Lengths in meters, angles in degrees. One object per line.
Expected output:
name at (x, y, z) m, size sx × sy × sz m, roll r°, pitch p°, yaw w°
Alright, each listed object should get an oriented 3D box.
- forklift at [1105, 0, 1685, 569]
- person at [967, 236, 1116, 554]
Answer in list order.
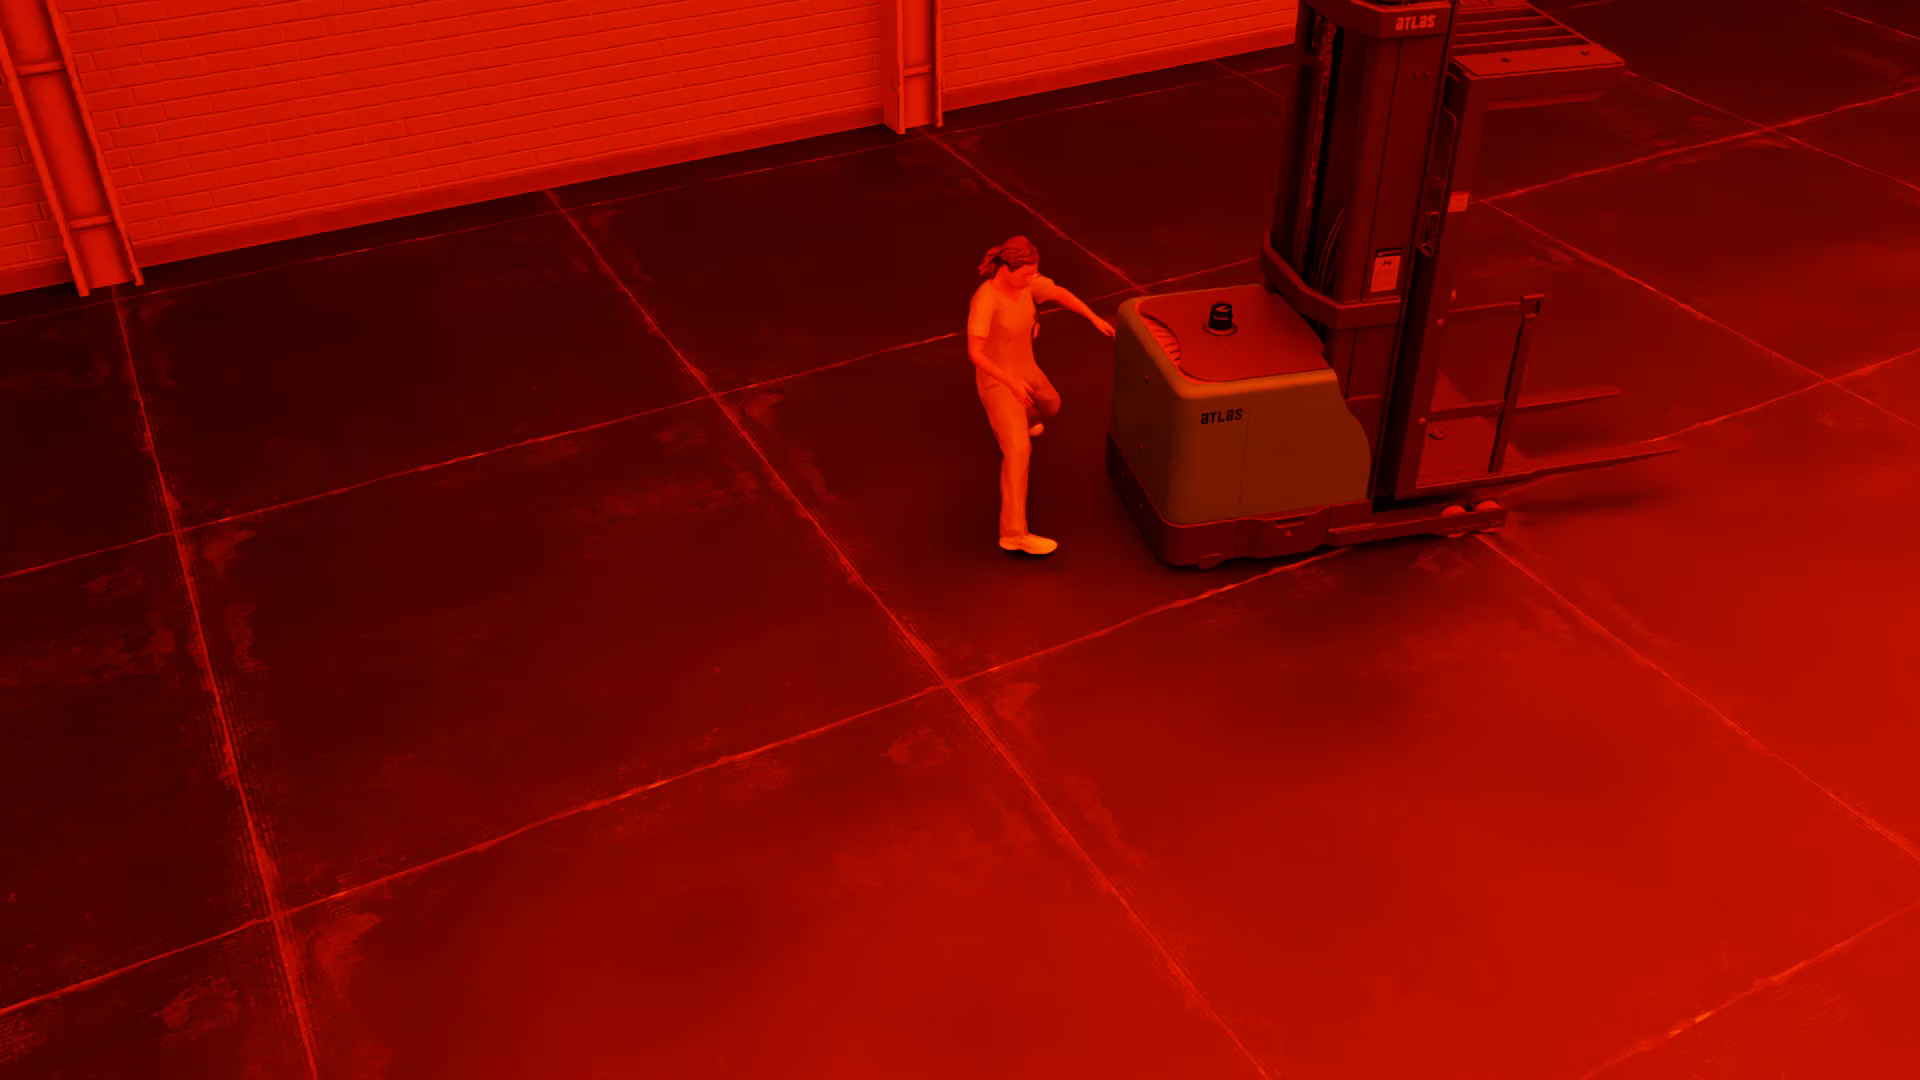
forklift at (2.370, -1.497, 8.241) m, size 3.031 × 2.935 × 1.130 m, roll -8°, pitch 36°, yaw -11°
person at (0.378, -0.872, 8.623) m, size 0.961 × 1.503 × 1.099 m, roll 25°, pitch 42°, yaw 31°
